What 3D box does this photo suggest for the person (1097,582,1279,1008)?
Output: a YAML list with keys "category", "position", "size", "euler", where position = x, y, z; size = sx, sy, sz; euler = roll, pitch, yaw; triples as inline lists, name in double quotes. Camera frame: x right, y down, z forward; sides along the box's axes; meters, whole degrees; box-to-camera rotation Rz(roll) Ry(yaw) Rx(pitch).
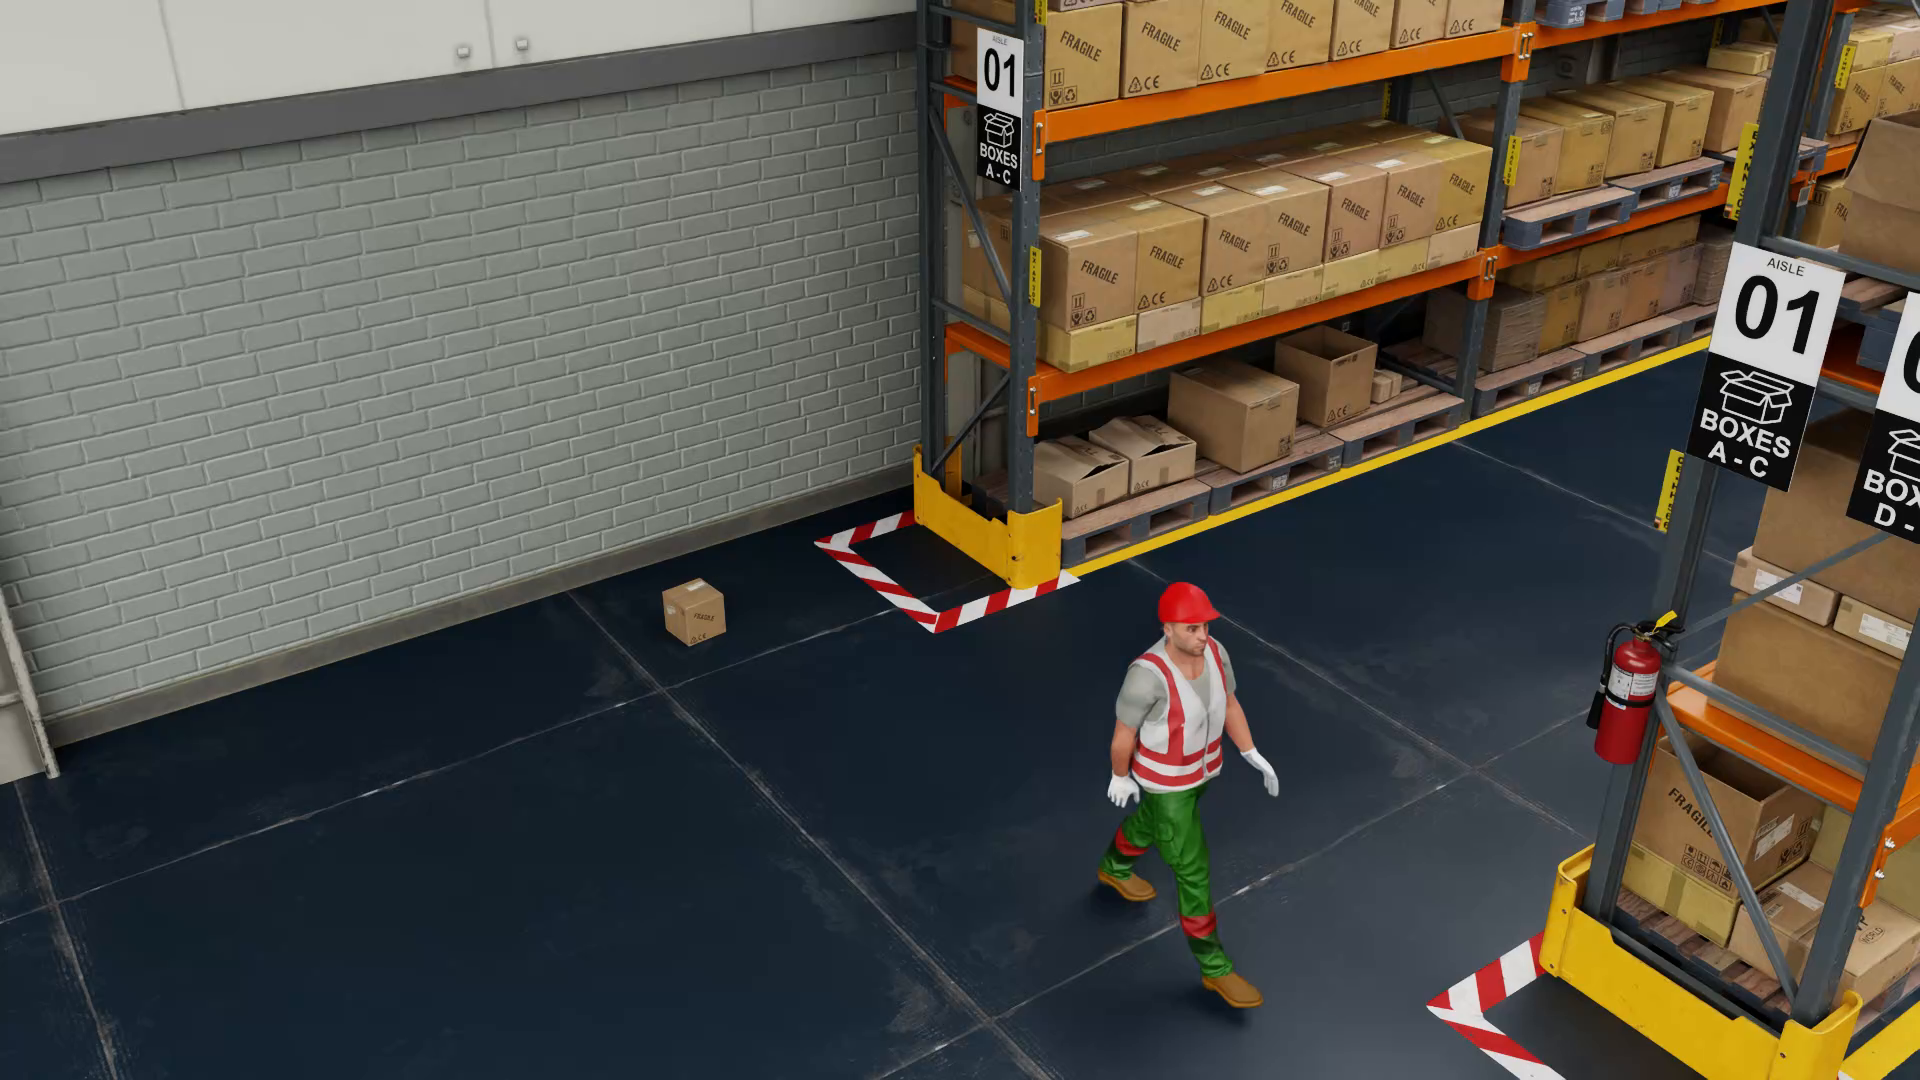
- category: "person"
  position: [0.957, 0.964, 6.789]
  size: [0.547, 1.733, 1.038]
  euler: [-25, 37, -38]
